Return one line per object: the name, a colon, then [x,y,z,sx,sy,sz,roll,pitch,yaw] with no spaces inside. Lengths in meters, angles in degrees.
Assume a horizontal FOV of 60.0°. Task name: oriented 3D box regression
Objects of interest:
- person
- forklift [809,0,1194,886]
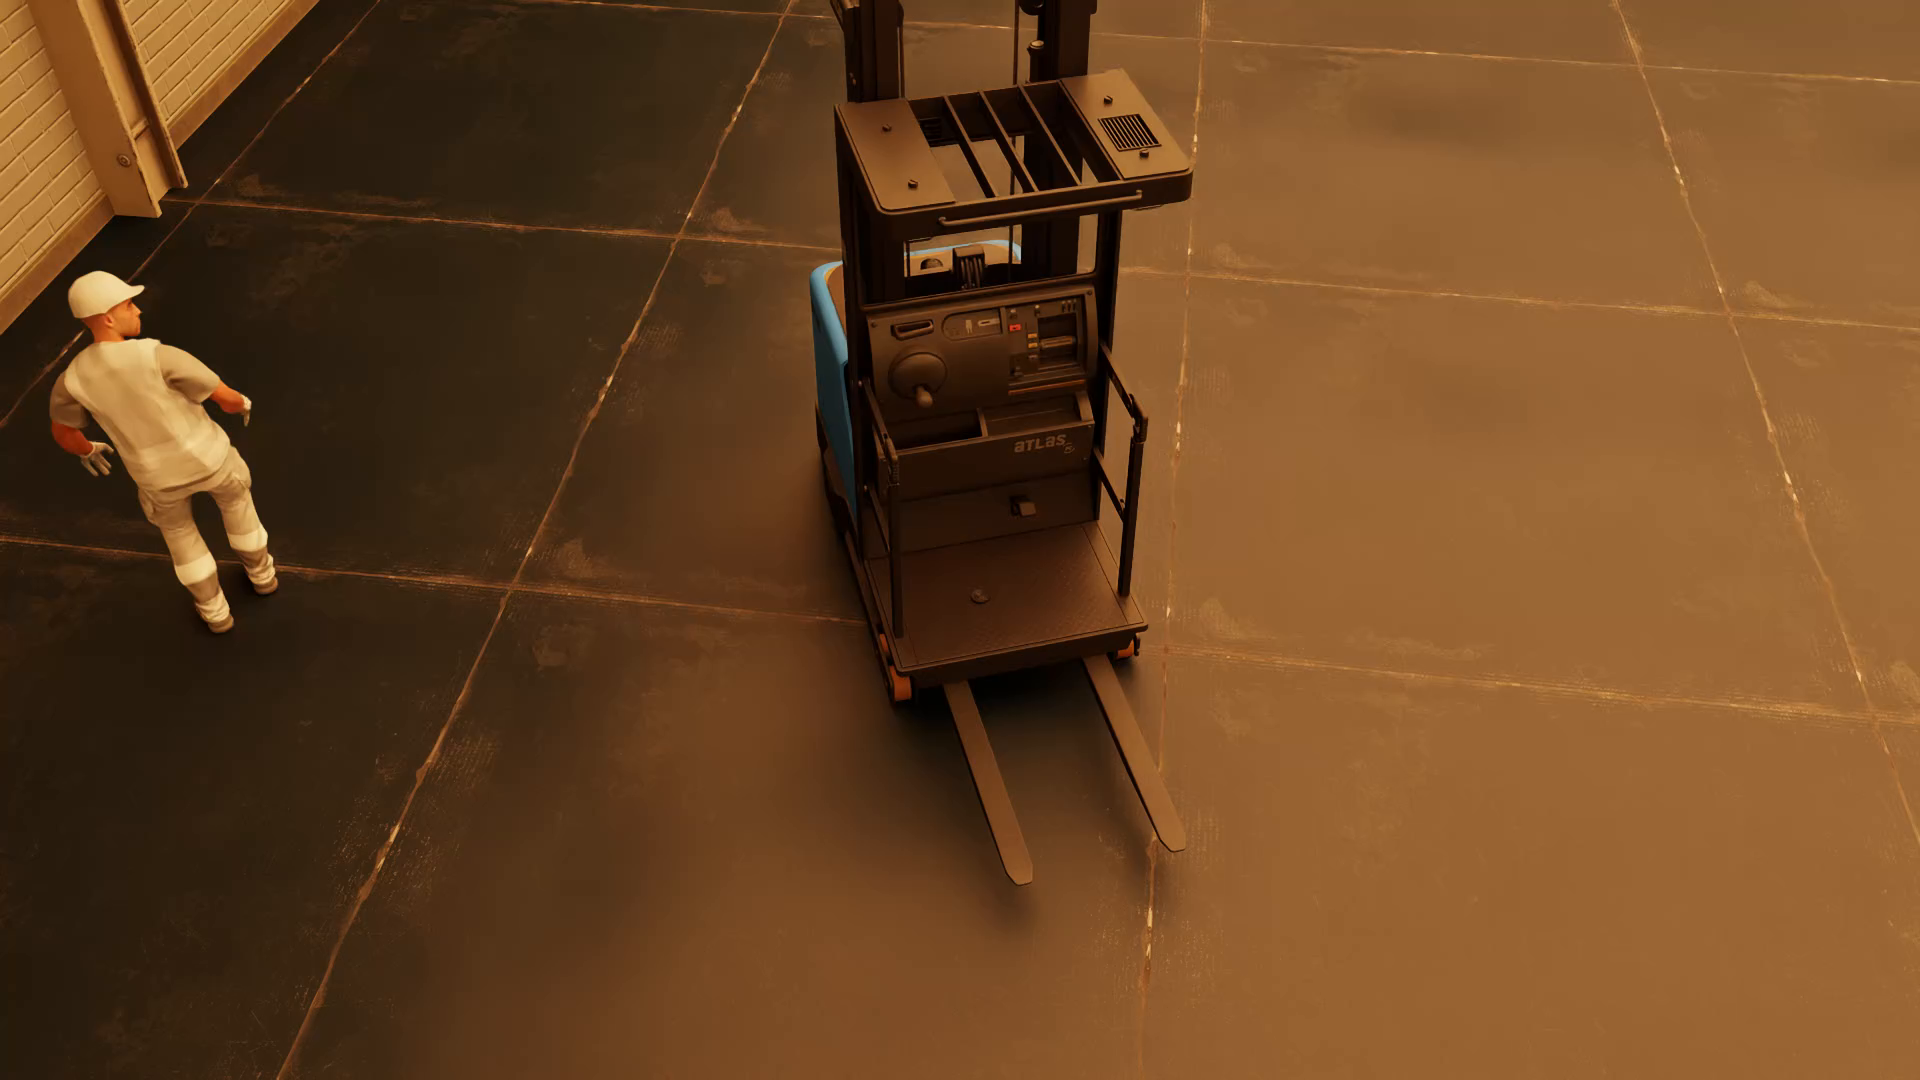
person: [-3.337,-0.369,7.012,0.740,1.741,0.512,-14,44,-14]
forklift: [0.153,-0.681,6.465,1.130,2.935,3.031,-10,44,-11]
